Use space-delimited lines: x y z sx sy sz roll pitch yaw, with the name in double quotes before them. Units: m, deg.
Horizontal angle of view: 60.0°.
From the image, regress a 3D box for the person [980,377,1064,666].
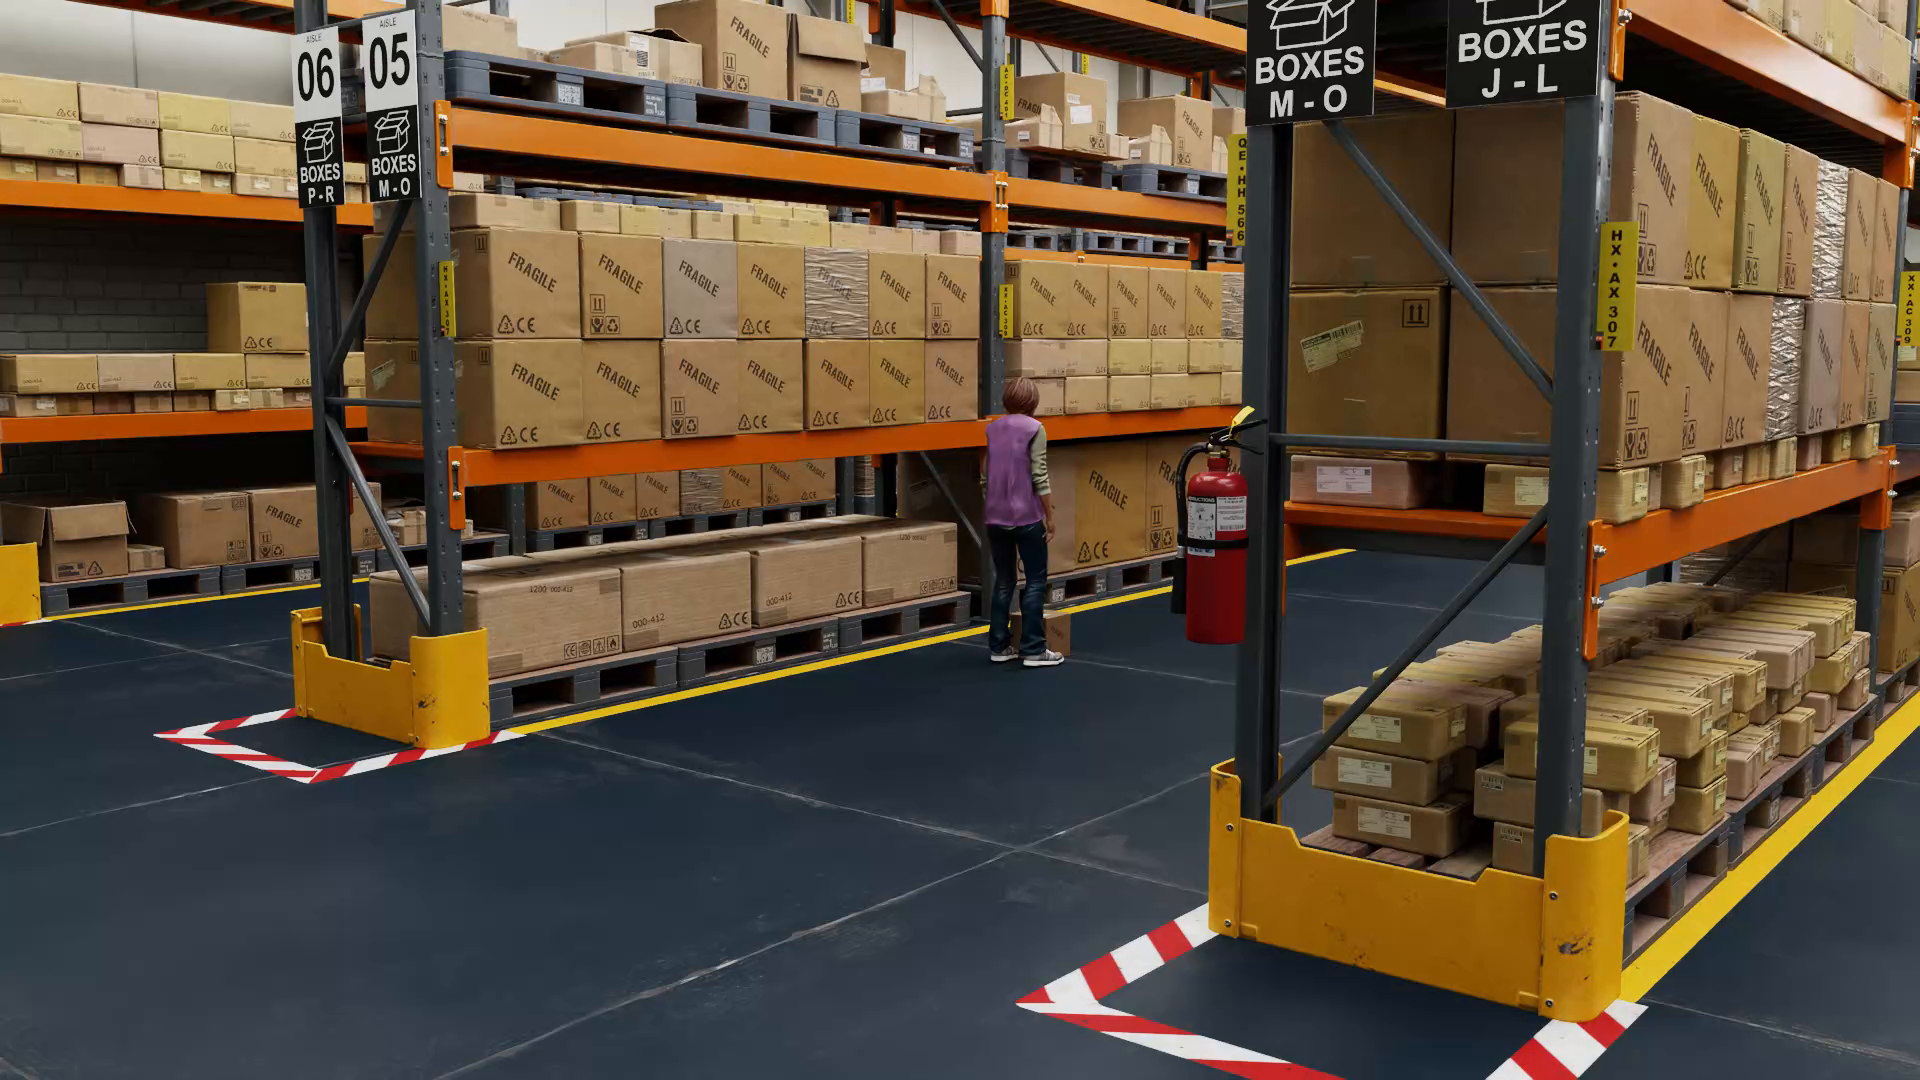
"person" 0.317 -0.096 9.211 0.460 1.581 0.345 5 9 37
